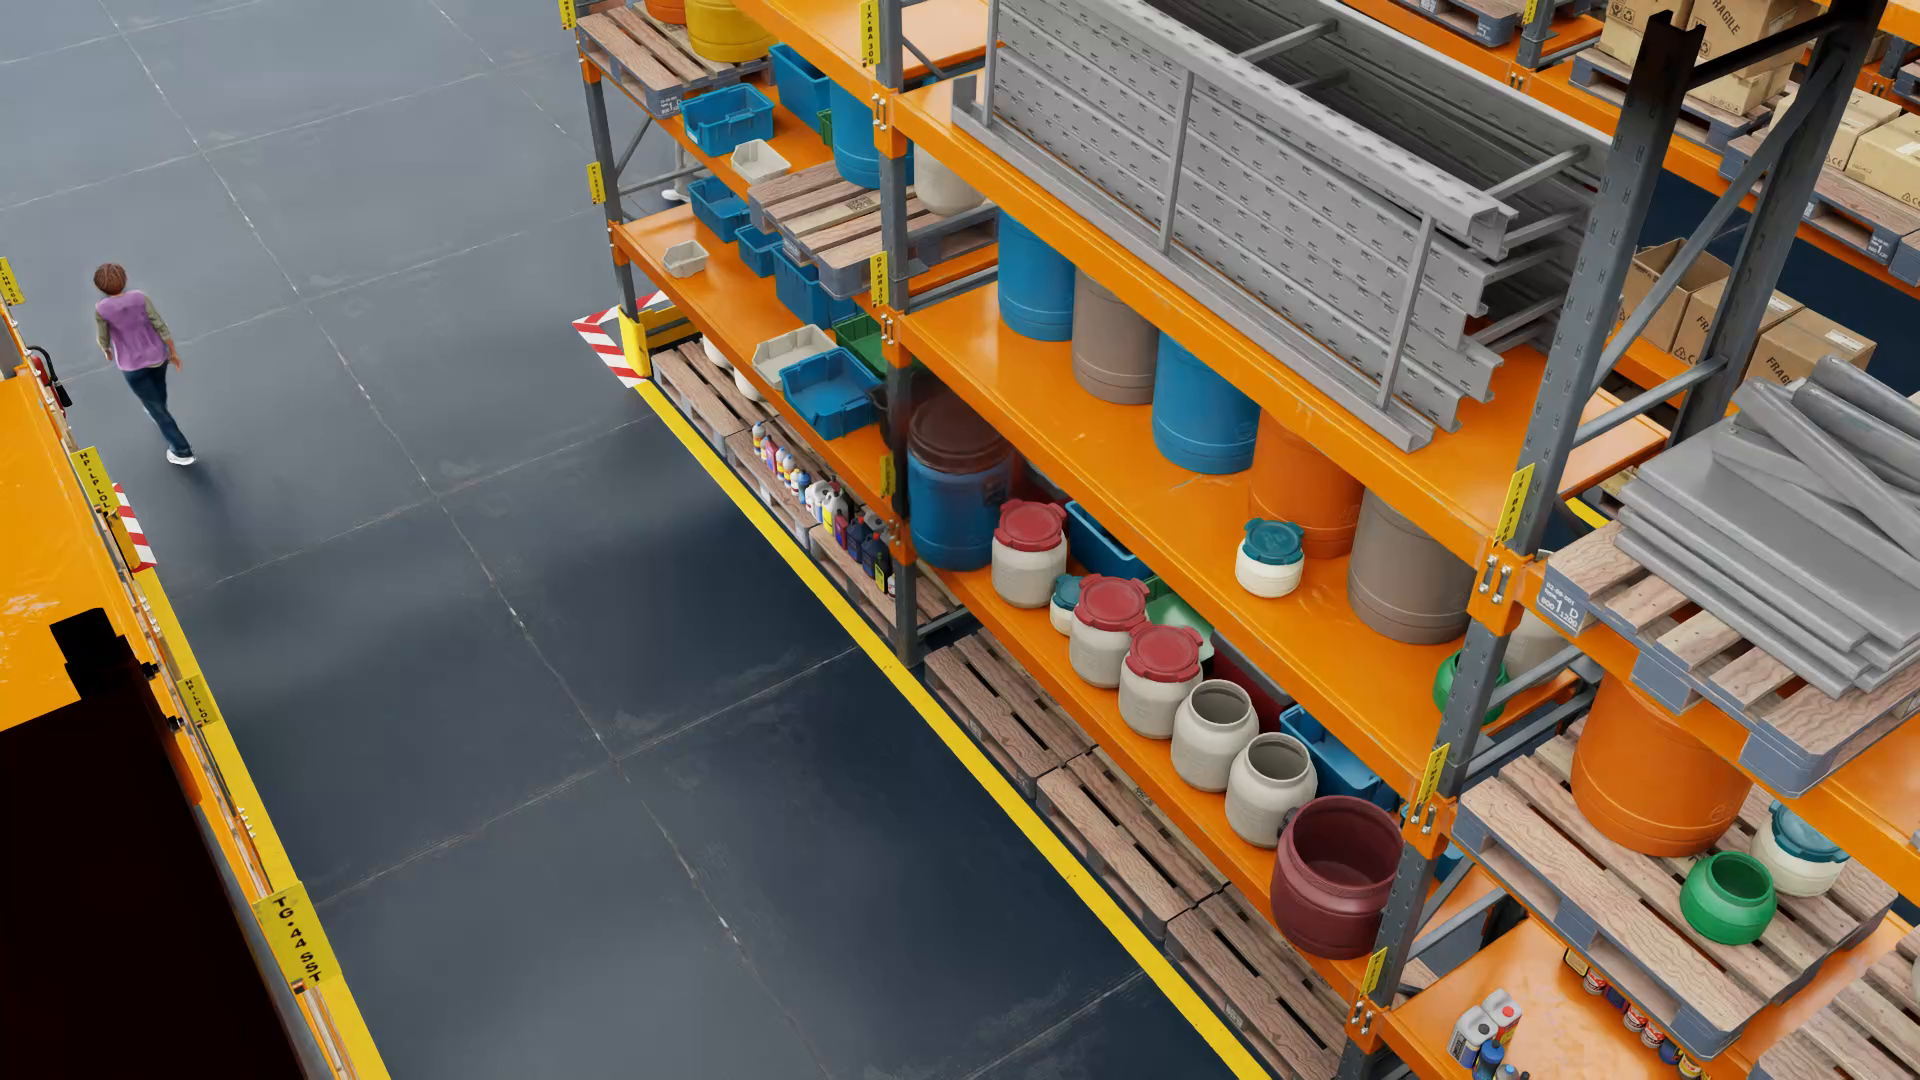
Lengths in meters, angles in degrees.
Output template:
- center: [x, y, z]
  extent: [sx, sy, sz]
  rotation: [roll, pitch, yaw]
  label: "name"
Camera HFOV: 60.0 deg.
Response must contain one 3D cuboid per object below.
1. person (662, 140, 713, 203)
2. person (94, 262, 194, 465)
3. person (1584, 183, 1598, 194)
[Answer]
- center: [-2.299, -3.641, 14.482]
  extent: [0.810, 1.647, 0.490]
  rotation: [-1, 43, -1]
  label: "person"
- center: [-5.947, -1.347, 12.047]
  extent: [0.443, 1.556, 0.916]
  rotation: [-32, 51, -30]
  label: "person"
- center: [5.087, -2.847, 13.611]
  extent: [0.594, 1.695, 0.643]
  rotation: [-22, 47, -22]
  label: "person"
